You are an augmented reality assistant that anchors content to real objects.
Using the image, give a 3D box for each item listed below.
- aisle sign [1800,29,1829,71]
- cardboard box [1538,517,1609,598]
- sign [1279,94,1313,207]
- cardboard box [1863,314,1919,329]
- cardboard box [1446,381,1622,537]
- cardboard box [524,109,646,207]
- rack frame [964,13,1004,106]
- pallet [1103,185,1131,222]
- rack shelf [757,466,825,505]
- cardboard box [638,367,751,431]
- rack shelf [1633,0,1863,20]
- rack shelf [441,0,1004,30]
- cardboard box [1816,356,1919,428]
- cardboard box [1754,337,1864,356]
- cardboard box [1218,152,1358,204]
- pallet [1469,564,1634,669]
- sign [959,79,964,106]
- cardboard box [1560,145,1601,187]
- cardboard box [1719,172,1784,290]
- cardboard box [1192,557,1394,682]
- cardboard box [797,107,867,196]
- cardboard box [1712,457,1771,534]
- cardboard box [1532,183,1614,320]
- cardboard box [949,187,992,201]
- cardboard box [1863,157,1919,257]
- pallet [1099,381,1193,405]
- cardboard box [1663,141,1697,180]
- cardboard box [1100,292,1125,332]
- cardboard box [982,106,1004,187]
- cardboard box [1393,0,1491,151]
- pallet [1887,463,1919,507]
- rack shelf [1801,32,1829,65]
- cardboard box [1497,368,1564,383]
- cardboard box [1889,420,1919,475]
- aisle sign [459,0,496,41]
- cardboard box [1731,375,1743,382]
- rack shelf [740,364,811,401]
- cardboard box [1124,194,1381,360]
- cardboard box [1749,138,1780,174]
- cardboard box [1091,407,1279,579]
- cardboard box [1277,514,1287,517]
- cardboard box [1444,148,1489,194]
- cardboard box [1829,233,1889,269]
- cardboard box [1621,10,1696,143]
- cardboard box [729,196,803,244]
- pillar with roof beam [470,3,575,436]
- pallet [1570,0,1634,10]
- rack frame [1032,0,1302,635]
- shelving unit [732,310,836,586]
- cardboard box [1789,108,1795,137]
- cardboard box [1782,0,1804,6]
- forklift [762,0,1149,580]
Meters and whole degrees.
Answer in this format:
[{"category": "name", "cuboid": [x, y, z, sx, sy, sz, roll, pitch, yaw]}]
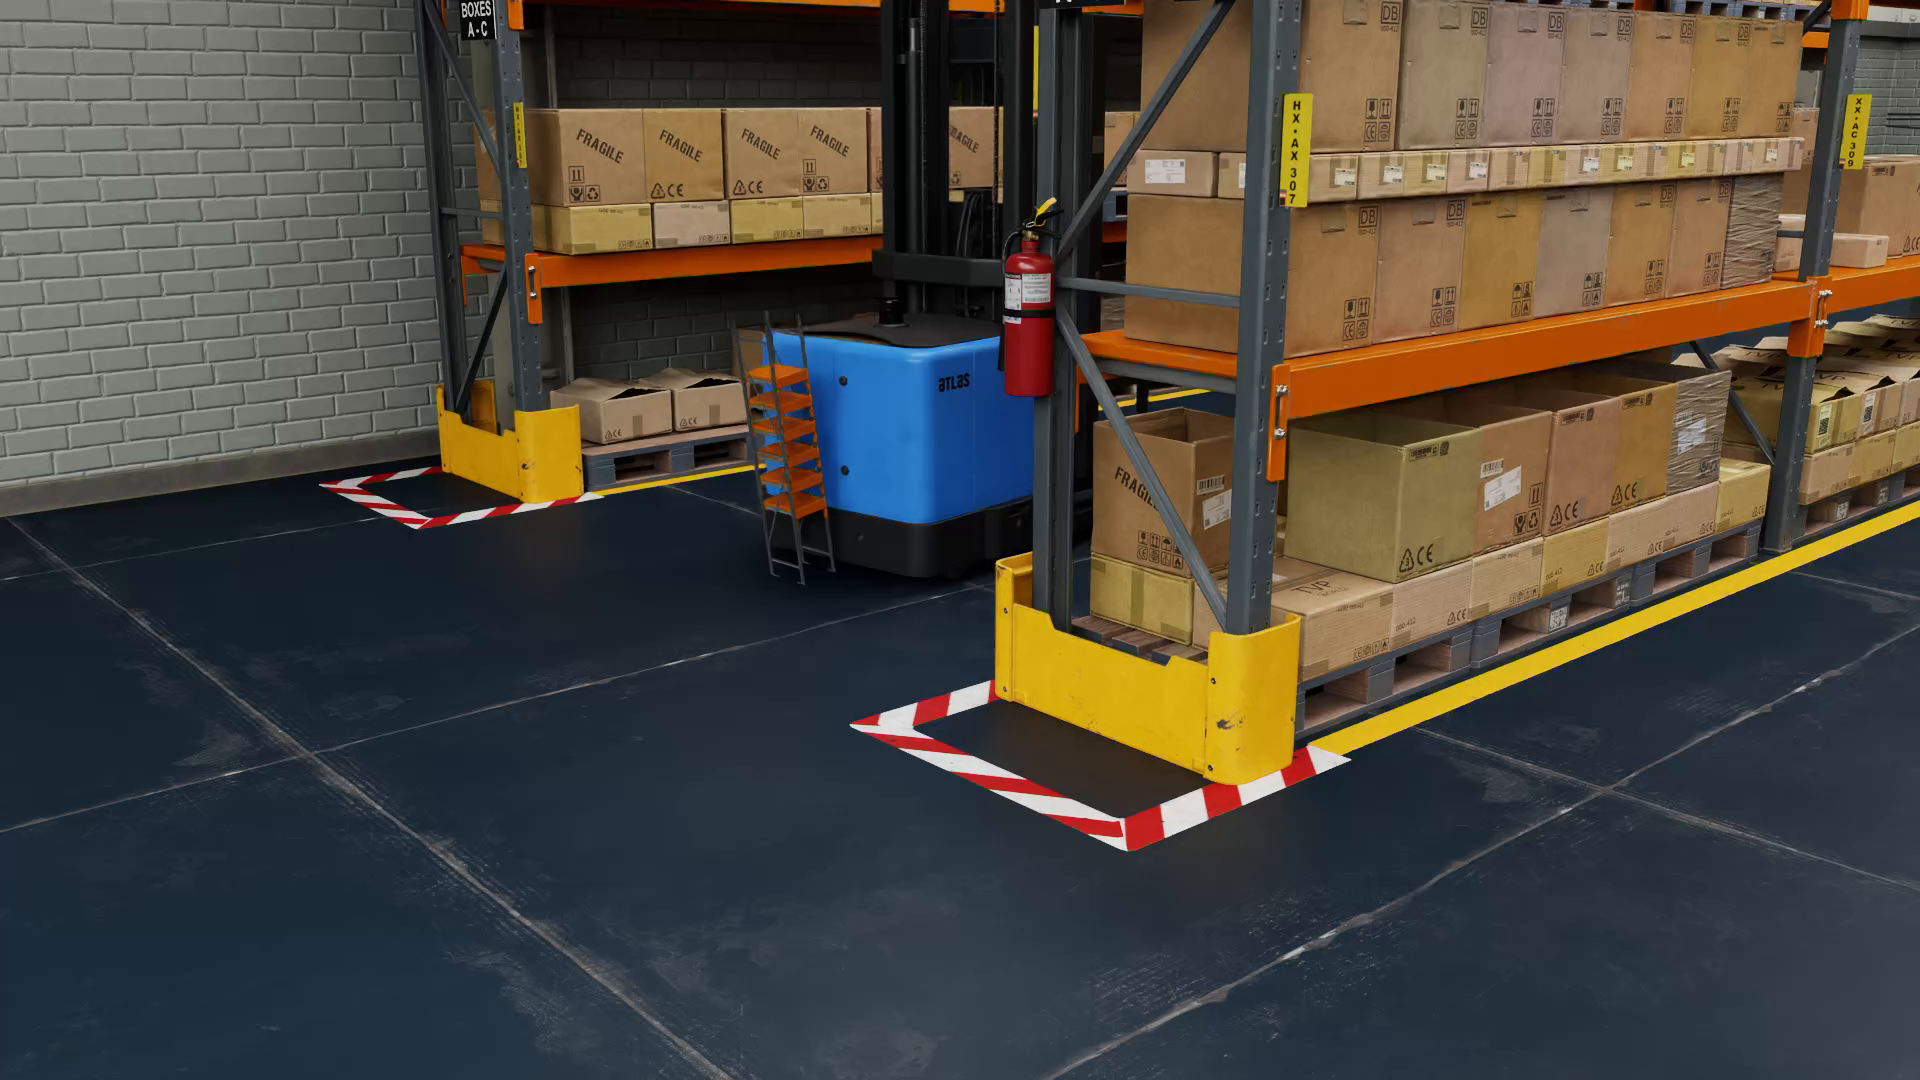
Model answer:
[{"category": "aisle sign", "cuboid": [9.700, -5.689, 18.698, 0.004, 0.787, 0.394, -13, 19, -39]}, {"category": "cardboard box", "cuboid": [2.317, 0.019, 6.880, 0.500, 0.250, 0.500, -13, 19, -39]}, {"category": "sign", "cuboid": [0.993, -1.152, 4.921, 0.005, 0.325, 0.100, -13, 19, -39]}, {"category": "cardboard box", "cuboid": [6.081, -1.274, 10.635, 0.500, 0.311, 0.500, -12, 19, -38]}, {"category": "cardboard box", "cuboid": [2.318, -0.343, 6.782, 0.500, 0.500, 0.500, -13, 19, -39]}, {"category": "cardboard box", "cuboid": [-2.063, -2.091, 9.063, 0.500, 0.500, 0.500, -13, 19, -39]}, {"category": "rack frame", "cuboid": [0.397, -2.446, 11.596, 0.127, 3.000, 1.000, -13, 19, -39]}, {"category": "pallet", "cuboid": [1.069, -2.455, 11.999, 1.213, 0.211, 1.003, -13, 19, -39]}, {"category": "rack shelf", "cuboid": [-0.762, -0.252, 7.468, 0.258, 0.103, 0.180, 14, 29, 43]}, {"category": "cardboard box", "cuboid": [-1.610, -0.878, 10.084, 0.500, 0.311, 0.500, -11, 18, -35]}, {"category": "rack shelf", "cuboid": [2.142, -2.245, 6.425, 4.000, 0.370, 1.077, -13, 19, -39]}, {"category": "rack shelf", "cuboid": [-1.112, -3.209, 10.033, 4.000, 0.370, 1.077, -13, 19, -39]}, {"category": "cardboard box", "cuboid": [4.897, -0.821, 8.939, 0.500, 0.311, 0.500, -14, 20, -41]}, {"category": "cardboard box", "cuboid": [4.916, -1.010, 9.647, 0.500, 0.311, 0.500, -13, 20, -40]}, {"category": "cardboard box", "cuboid": [1.071, -1.191, 5.446, 0.250, 0.149, 0.380, -13, 20, -40]}, {"category": "pallet", "cuboid": [2.103, 0.199, 7.096, 1.213, 0.211, 1.003, -13, 19, -39]}, {"category": "sign", "cuboid": [0.030, -3.113, 11.849, 0.005, 0.325, 0.100, -13, 19, -39]}, {"category": "cardboard box", "cuboid": [2.231, -1.451, 6.420, 0.250, 0.149, 0.380, -12, 19, -39]}, {"category": "cardboard box", "cuboid": [3.321, -1.454, 7.689, 0.500, 0.500, 0.700, -13, 20, -41]}, {"category": "cardboard box", "cuboid": [1.184, 0.273, 5.929, 0.500, 0.250, 0.500, -13, 19, -39]}, {"category": "cardboard box", "cuboid": [-0.909, -2.348, 10.028, 0.500, 0.500, 0.500, -12, 19, -38]}, {"category": "cardboard box", "cuboid": [3.445, -0.236, 7.835, 0.500, 0.250, 0.500, -13, 19, -39]}, {"category": "cardboard box", "cuboid": [2.160, -1.193, 6.709, 0.500, 0.500, 0.700, -12, 19, -38]}, {"category": "cardboard box", "cuboid": [-0.143, -2.161, 10.781, 0.500, 0.250, 0.500, -13, 19, -39]}, {"category": "cardboard box", "cuboid": [5.017, -1.832, 9.102, 0.500, 0.500, 0.500, -13, 19, -39]}, {"category": "pallet", "cuboid": [0.983, -1.231, 12.450, 1.213, 0.211, 1.003, -13, 19, -39]}, {"category": "cardboard box", "cuboid": [2.818, -1.584, 6.918, 0.250, 0.149, 0.380, -13, 20, -40]}, {"category": "cardboard box", "cuboid": [0.941, -1.579, 12.340, 0.500, 0.500, 0.700, -12, 19, -38]}, {"category": "cardboard box", "cuboid": [0.243, -2.605, 10.990, 0.500, 0.500, 0.500, -13, 20, -39]}, {"category": "cardboard box", "cuboid": [1.427, -1.656, 5.928, 0.500, 0.500, 0.700, -13, 20, -41]}, {"category": "pallet", "cuboid": [5.102, -0.475, 9.621, 1.213, 0.211, 1.003, -13, 19, -39]}, {"category": "rack shelf", "cuboid": [7.940, -5.242, 17.643, 4.000, 0.370, 1.077, -13, 19, -39]}, {"category": "cardboard box", "cuboid": [2.342, -0.532, 7.491, 0.500, 0.500, 0.500, -13, 19, -39]}, {"category": "cardboard box", "cuboid": [4.894, -0.552, 9.017, 0.500, 0.250, 0.500, -13, 20, -41]}, {"category": "aisle sign", "cuboid": [-2.478, -2.954, 8.459, 0.004, 0.787, 0.394, -13, 19, -39]}, {"category": "cardboard box", "cuboid": [3.769, -0.752, 8.682, 0.500, 0.311, 0.500, -13, 19, -39]}, {"category": "rack shelf", "cuboid": [-0.810, -0.698, 7.299, 0.258, 0.103, 0.180, 14, 29, 43]}, {"category": "cardboard box", "cuboid": [0.994, -0.930, 5.725, 0.500, 0.500, 0.700, -13, 19, -39]}, {"category": "cardboard box", "cuboid": [3.399, -1.715, 7.407, 0.250, 0.149, 0.380, -13, 20, -41]}, {"category": "cardboard box", "cuboid": [0.843, -0.190, 6.212, 0.500, 0.500, 0.500, -13, 19, -39]}, {"category": "cardboard box", "cuboid": [1.590, 0.000, 6.951, 0.500, 0.250, 0.500, -13, 19, -39]}, {"category": "cardboard box", "cuboid": [1.649, -1.321, 5.931, 0.250, 0.149, 0.380, -13, 20, -40]}, {"category": "cardboard box", "cuboid": [4.454, -1.471, 8.433, 0.250, 0.149, 0.380, -13, 19, -39]}, {"category": "cardboard box", "cuboid": [2.562, -1.911, 6.883, 0.500, 0.500, 0.700, -13, 20, -39]}, {"category": "cardboard box", "cuboid": [-1.274, -1.903, 9.812, 0.500, 0.250, 0.500, -13, 20, -40]}, {"category": "pillar with roof beam", "cuboid": [0.165, -4.116, 6.221, 0.400, 9.000, 9.100, -13, 19, -39]}, {"category": "pallet", "cuboid": [5.772, -4.993, 15.690, 1.217, 0.209, 0.805, -14, 20, -42]}, {"category": "rack frame", "cuboid": [0.634, -0.805, 5.451, 0.127, 3.000, 1.000, -13, 19, -39]}, {"category": "shelving unit", "cuboid": [-0.778, -0.405, 7.410, 0.258, 1.200, 0.189, 14, 29, 43]}, {"category": "cardboard box", "cuboid": [8.529, -4.410, 18.367, 0.700, 0.700, 0.980, -13, 20, -40]}, {"category": "cardboard box", "cuboid": [8.679, -5.843, 17.782, 0.500, 0.250, 0.500, -14, 20, -41]}, {"category": "forklift", "cuboid": [0.384, -1.558, 8.402, 1.130, 2.935, 3.031, 12, 19, 37]}]
